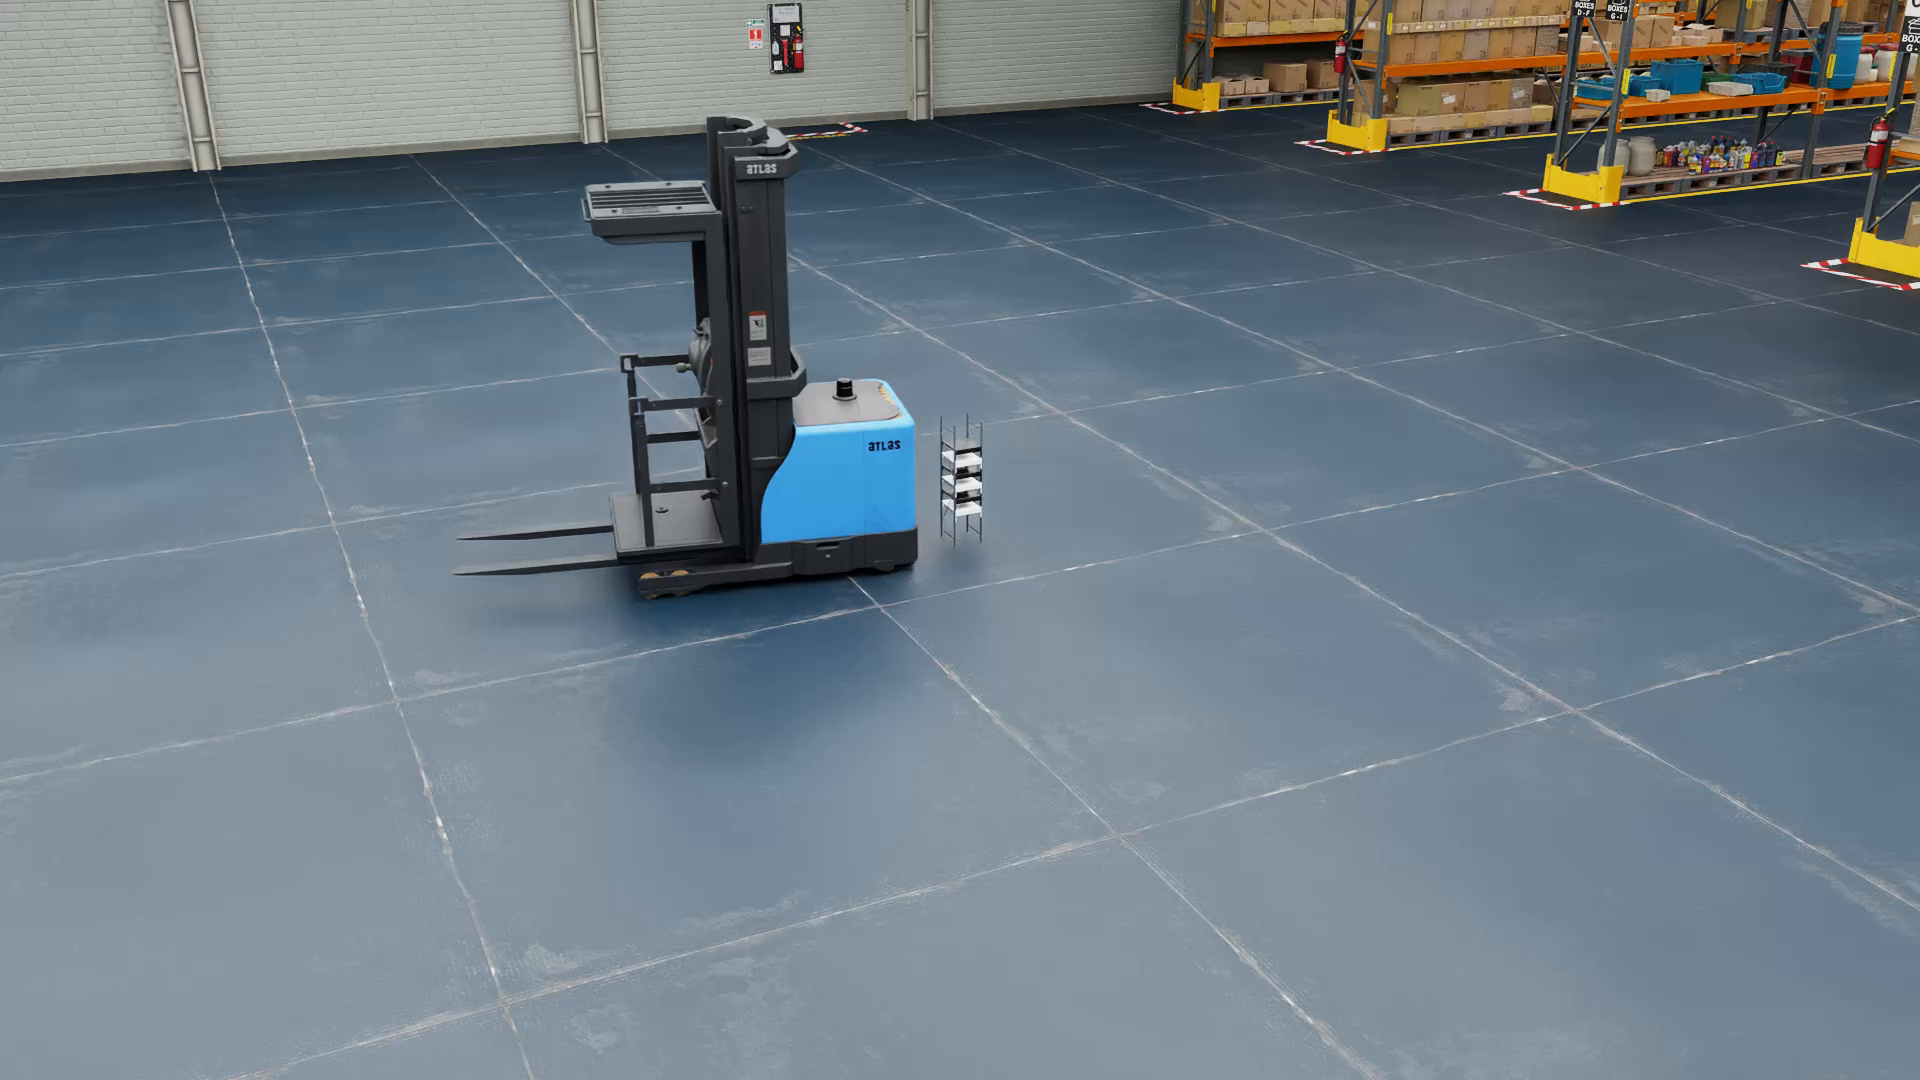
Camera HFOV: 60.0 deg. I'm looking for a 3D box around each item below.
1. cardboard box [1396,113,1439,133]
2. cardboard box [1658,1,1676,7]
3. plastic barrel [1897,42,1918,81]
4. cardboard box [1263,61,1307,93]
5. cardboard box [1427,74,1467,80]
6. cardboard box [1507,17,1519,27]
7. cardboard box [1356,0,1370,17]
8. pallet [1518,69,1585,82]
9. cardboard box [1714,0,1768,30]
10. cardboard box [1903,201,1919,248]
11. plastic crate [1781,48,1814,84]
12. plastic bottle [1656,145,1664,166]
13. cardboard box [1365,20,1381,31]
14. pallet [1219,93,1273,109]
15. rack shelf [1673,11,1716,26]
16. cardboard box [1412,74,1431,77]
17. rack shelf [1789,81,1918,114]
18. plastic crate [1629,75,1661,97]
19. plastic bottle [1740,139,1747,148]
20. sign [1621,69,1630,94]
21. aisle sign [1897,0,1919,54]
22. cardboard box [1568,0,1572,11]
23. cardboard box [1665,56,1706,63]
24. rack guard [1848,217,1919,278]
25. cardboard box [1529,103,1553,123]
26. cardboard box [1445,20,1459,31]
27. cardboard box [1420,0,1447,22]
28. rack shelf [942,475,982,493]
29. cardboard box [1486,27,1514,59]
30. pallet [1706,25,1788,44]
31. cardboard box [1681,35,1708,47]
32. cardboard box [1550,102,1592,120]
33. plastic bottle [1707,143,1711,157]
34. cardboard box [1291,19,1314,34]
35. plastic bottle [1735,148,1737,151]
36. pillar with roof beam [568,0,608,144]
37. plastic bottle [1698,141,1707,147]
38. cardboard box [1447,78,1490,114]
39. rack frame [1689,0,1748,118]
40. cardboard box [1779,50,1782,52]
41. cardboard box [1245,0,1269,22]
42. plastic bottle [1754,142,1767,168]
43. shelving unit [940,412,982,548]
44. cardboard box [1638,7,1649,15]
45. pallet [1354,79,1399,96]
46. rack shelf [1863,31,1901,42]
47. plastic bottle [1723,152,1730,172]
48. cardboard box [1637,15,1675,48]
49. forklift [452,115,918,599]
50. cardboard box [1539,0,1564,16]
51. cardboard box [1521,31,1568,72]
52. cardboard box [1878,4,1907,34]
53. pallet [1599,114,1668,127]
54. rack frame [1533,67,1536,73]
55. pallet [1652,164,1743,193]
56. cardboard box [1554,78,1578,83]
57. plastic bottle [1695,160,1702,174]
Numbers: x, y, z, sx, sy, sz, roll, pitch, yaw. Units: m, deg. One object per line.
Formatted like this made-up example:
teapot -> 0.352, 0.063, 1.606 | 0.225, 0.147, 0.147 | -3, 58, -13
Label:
cardboard box -> 7.602, -6.957, 27.681 | 0.500, 0.250, 0.500 | -10, 25, -24
cardboard box -> 14.928, -11.663, 35.459 | 0.500, 0.500, 0.500 | -11, 25, -24
plastic barrel -> 14.331, -7.232, 25.122 | 0.433, 0.535, 0.433 | 0, 22, 0
cardboard box -> 6.281, -8.974, 32.202 | 0.500, 0.500, 0.700 | -12, 25, -27
cardboard box -> 8.274, -7.652, 28.379 | 0.500, 0.500, 0.500 | -10, 25, -24
cardboard box -> 9.108, -8.659, 27.768 | 0.250, 0.149, 0.380 | -11, 25, -24
cardboard box -> 7.734, -10.408, 32.162 | 0.500, 0.500, 0.500 | -10, 25, -24
pallet -> 12.373, -9.787, 35.117 | 1.213, 0.211, 1.003 | -10, 25, -24
cardboard box -> 14.301, -9.647, 30.455 | 0.700, 0.500, 0.500 | 21, 30, 41
cardboard box -> 11.437, -3.659, 19.387 | 0.500, 0.500, 0.500 | -6, 23, -14
plastic crate -> 12.626, -7.108, 24.916 | 0.583, 0.464, 0.402 | -10, 25, -24
plastic bottle -> 10.281, -5.659, 24.475 | 0.133, 0.283, 0.061 | -10, 24, -22
cardboard box -> 6.835, -8.412, 27.171 | 0.250, 0.149, 0.380 | -11, 25, -25
pallet -> 5.238, -8.490, 31.985 | 1.213, 0.211, 1.003 | -10, 25, -24
rack shelf -> 17.037, -11.633, 36.872 | 4.000, 0.370, 1.077 | -10, 25, -24
cardboard box -> 9.126, -9.586, 33.679 | 0.500, 0.500, 0.700 | -11, 25, -25
rack shelf -> 14.125, -6.892, 25.419 | 4.000, 0.370, 1.077 | -10, 25, -24
plastic crate -> 9.627, -6.452, 23.610 | 0.408, 0.251, 0.499 | -10, 25, -24
plastic bottle -> 11.845, -5.934, 25.154 | 0.097, 0.271, 0.097 | 0, 22, 0
sign -> 8.953, -6.167, 22.364 | 0.005, 0.325, 0.100 | -10, 25, -24
aisle sign -> 10.681, -5.817, 18.481 | 0.004, 0.787, 0.394 | -10, 25, -24
cardboard box -> 12.655, -11.239, 34.434 | 0.500, 0.500, 0.500 | -10, 24, -22
cardboard box -> 15.953, -10.762, 36.545 | 0.500, 0.500, 0.700 | -10, 25, -23
rack guard -> 10.935, -3.380, 19.262 | 0.348, 0.500, 1.175 | -10, 25, -24
cardboard box -> 9.855, -7.372, 28.683 | 0.500, 0.250, 0.500 | -10, 25, -24
cardboard box -> 7.950, -8.445, 27.252 | 0.250, 0.149, 0.380 | -11, 25, -25
cardboard box -> 7.519, -8.753, 27.148 | 0.500, 0.500, 0.700 | -11, 25, -25
rack shelf -> 0.007, -0.386, 11.594 | 0.200, 0.077, 0.258 | -10, 25, -24
cardboard box -> 8.855, -8.399, 27.988 | 0.500, 0.500, 0.700 | -10, 25, -23
pallet -> 14.362, -9.312, 30.575 | 1.003, 0.211, 1.213 | -10, 25, -24
cardboard box -> 13.091, -8.903, 29.665 | 0.250, 0.149, 0.380 | -10, 25, -24
cardboard box -> 10.649, -7.505, 29.006 | 0.500, 0.250, 0.500 | -11, 25, -25
plastic bottle -> 11.129, -5.776, 24.773 | 0.097, 0.271, 0.097 | 0, 22, 0
cardboard box -> 6.379, -9.811, 31.701 | 0.500, 0.250, 0.500 | -10, 25, -23
plastic bottle -> 11.336, -5.580, 24.286 | 0.133, 0.283, 0.061 | -10, 25, -24
pillar with roof beam -> -4.268, -9.355, 22.585 | 0.400, 9.000, 9.100 | -10, 25, -24
plastic bottle -> 11.079, -5.806, 24.830 | 0.133, 0.283, 0.061 | -9, 24, -21
cardboard box -> 8.506, -7.467, 27.933 | 0.500, 0.500, 0.500 | -10, 25, -24
rack frame -> 13.782, -9.264, 30.208 | 0.127, 3.000, 1.000 | -10, 25, -24
cardboard box -> 18.251, -11.186, 37.570 | 0.500, 0.500, 0.700 | -10, 25, -24
cardboard box -> 5.432, -9.984, 31.137 | 0.500, 0.500, 0.500 | -10, 25, -23
plastic bottle -> 11.695, -5.634, 24.327 | 0.185, 0.351, 0.144 | -12, 25, -26
shelving unit -> 0.007, -0.417, 11.581 | 0.210, 0.900, 0.258 | -10, 25, -24
cardboard box -> 14.370, -11.232, 35.265 | 0.250, 0.149, 0.380 | -10, 25, -24
pallet -> 8.727, -9.148, 33.574 | 1.213, 0.211, 1.003 | -10, 25, -24
rack shelf -> 19.188, -9.927, 32.750 | 4.000, 0.370, 1.077 | -10, 25, -24
plastic bottle -> 11.069, -5.472, 24.040 | 0.097, 0.271, 0.097 | 0, 22, 0
cardboard box -> 12.277, -9.026, 29.503 | 0.500, 0.500, 0.500 | -12, 25, -26
forklift -> -1.859, -1.193, 10.800 | 3.031, 2.935, 1.130 | -5, 23, -13
cardboard box -> 9.781, -9.170, 28.155 | 0.500, 0.500, 0.700 | -10, 25, -23
cardboard box -> 12.350, -10.248, 34.847 | 0.750, 0.750, 0.750 | -11, 25, -24
cardboard box -> 17.964, -9.964, 31.769 | 0.500, 0.500, 0.500 | -10, 24, -22
pallet -> 11.926, -7.651, 29.958 | 1.213, 0.211, 1.003 | -10, 25, -24
rack frame -> 11.630, -10.970, 34.330 | 0.127, 3.000, 1.000 | -10, 25, -24
pallet -> 10.599, -5.303, 24.286 | 1.213, 0.211, 1.003 | -10, 25, -24
cardboard box -> 10.884, -8.037, 29.558 | 0.500, 0.311, 0.500 | -10, 24, -22
plastic bottle -> 10.581, -5.350, 23.836 | 0.097, 0.201, 0.097 | 0, 22, 0
